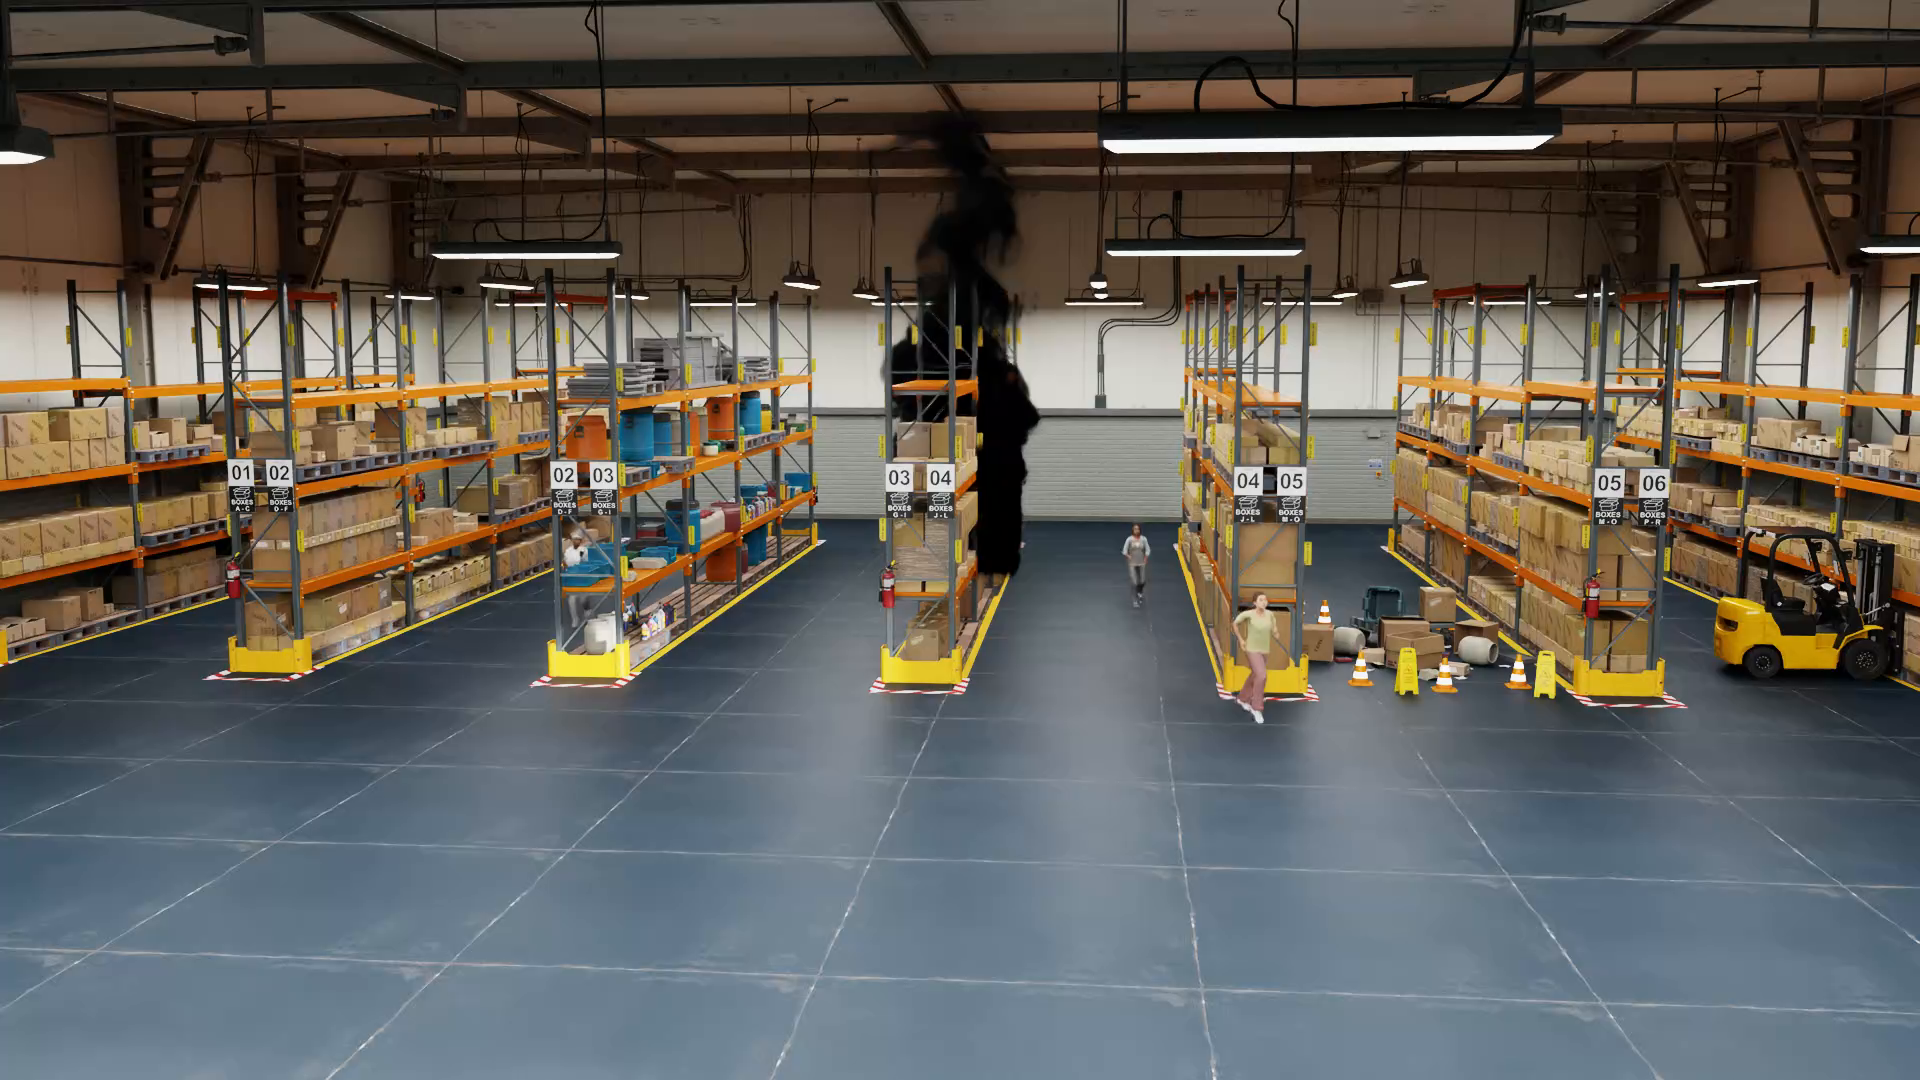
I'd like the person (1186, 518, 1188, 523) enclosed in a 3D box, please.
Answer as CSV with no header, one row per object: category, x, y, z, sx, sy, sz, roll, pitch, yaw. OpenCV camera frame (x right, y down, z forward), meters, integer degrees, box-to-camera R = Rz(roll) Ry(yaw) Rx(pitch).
person,5.757,-0.726,40.671,0.521,1.595,0.612,-2,7,-13

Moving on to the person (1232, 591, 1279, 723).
person,3.919,1.511,21.989,0.569,1.719,0.748,-4,8,-27

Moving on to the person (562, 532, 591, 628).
person,-6.669,0.666,28.966,0.580,1.655,0.701,0,7,0

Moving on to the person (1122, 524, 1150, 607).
person,3.290,0.477,30.942,0.530,1.553,0.552,0,7,0
